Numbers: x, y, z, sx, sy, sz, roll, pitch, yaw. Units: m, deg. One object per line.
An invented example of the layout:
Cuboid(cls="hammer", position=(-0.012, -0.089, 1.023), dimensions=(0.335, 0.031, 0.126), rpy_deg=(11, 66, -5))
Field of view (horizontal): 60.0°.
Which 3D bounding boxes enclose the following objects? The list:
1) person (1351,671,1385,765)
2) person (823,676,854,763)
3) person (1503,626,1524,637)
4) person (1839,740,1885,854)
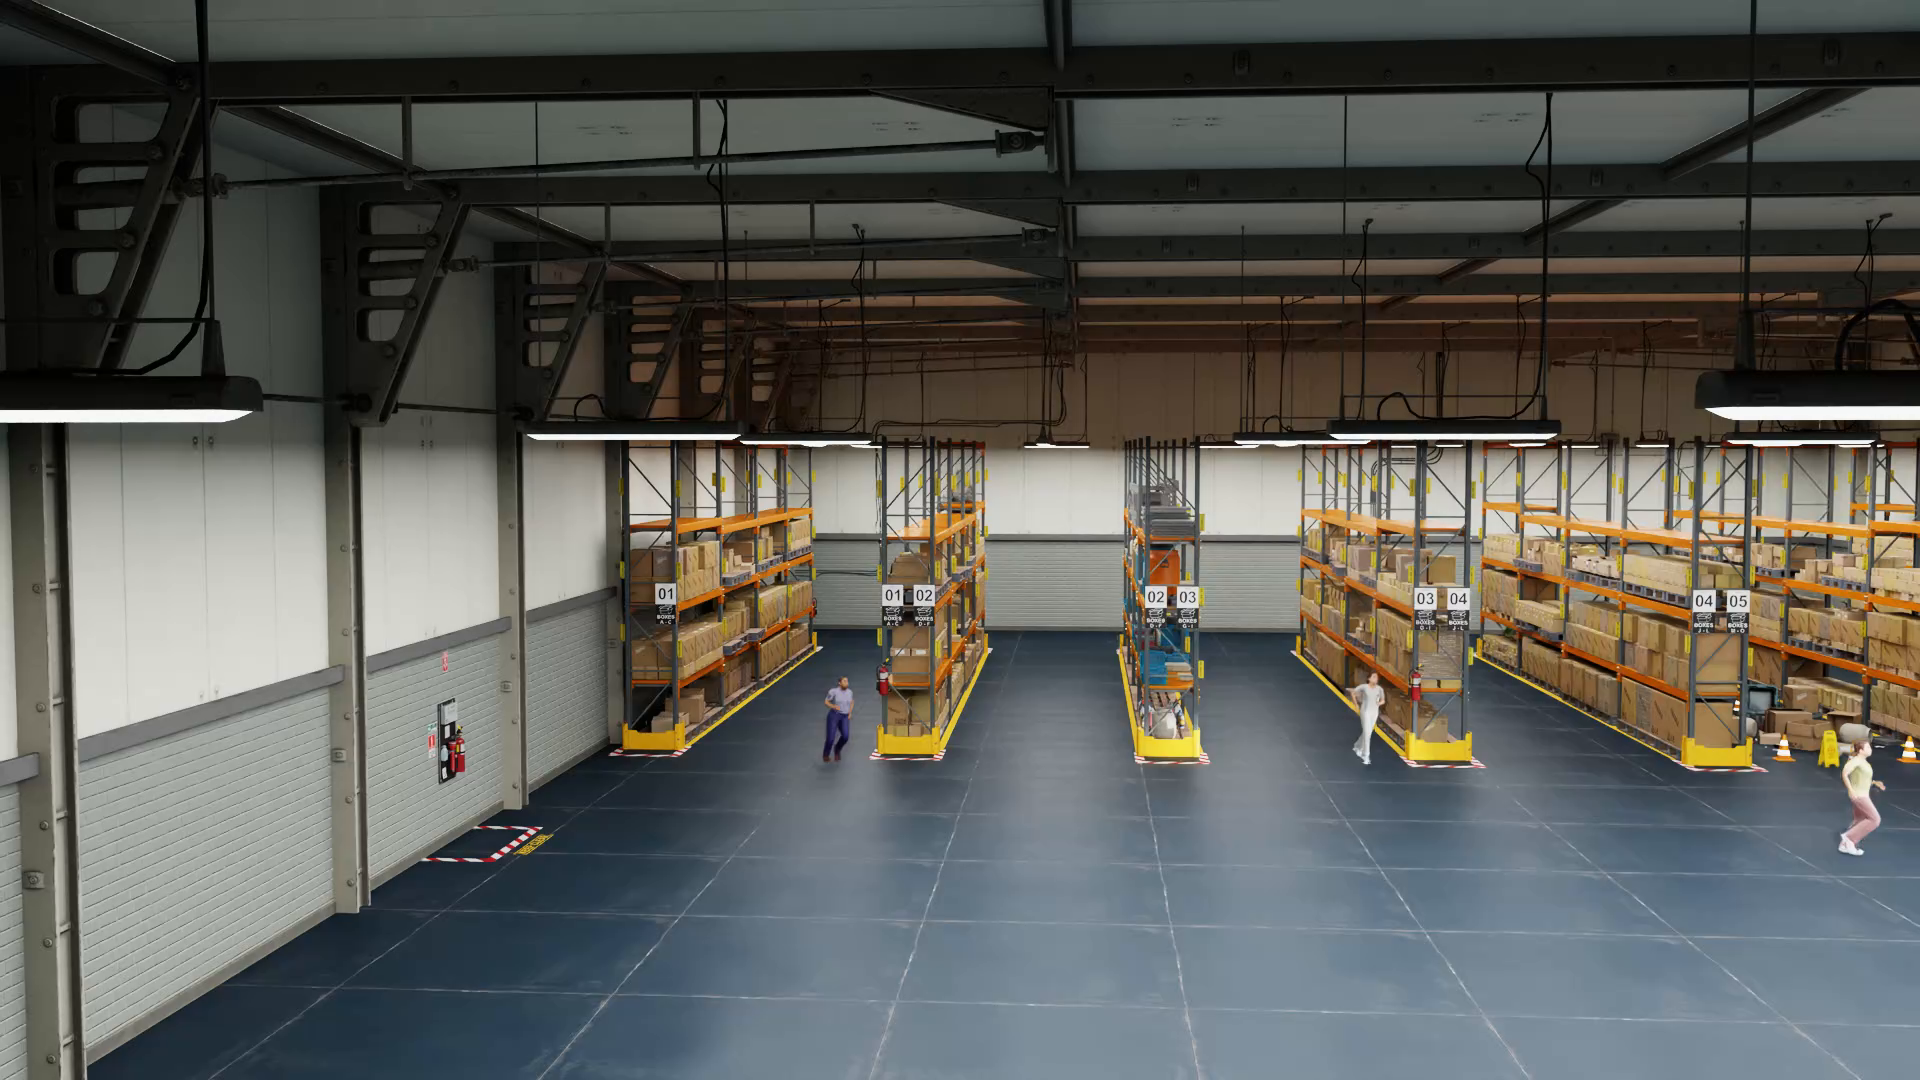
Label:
Cuboid(cls="person", position=(7.570, 3.256, 30.748), dimensions=(0.569, 1.696, 0.846), rpy_deg=(-1, 3, -13))
Cuboid(cls="person", position=(-2.184, 3.295, 30.572), dimensions=(0.613, 1.603, 0.579), rpy_deg=(-1, 3, -20))
Cuboid(cls="person", position=(15.797, 2.287, 47.520), dimensions=(0.983, 1.788, 0.671), rpy_deg=(0, 3, 8))
Cuboid(cls="person", position=(12.772, 3.637, 23.537), dimensions=(0.550, 1.638, 0.587), rpy_deg=(2, 4, 33))
